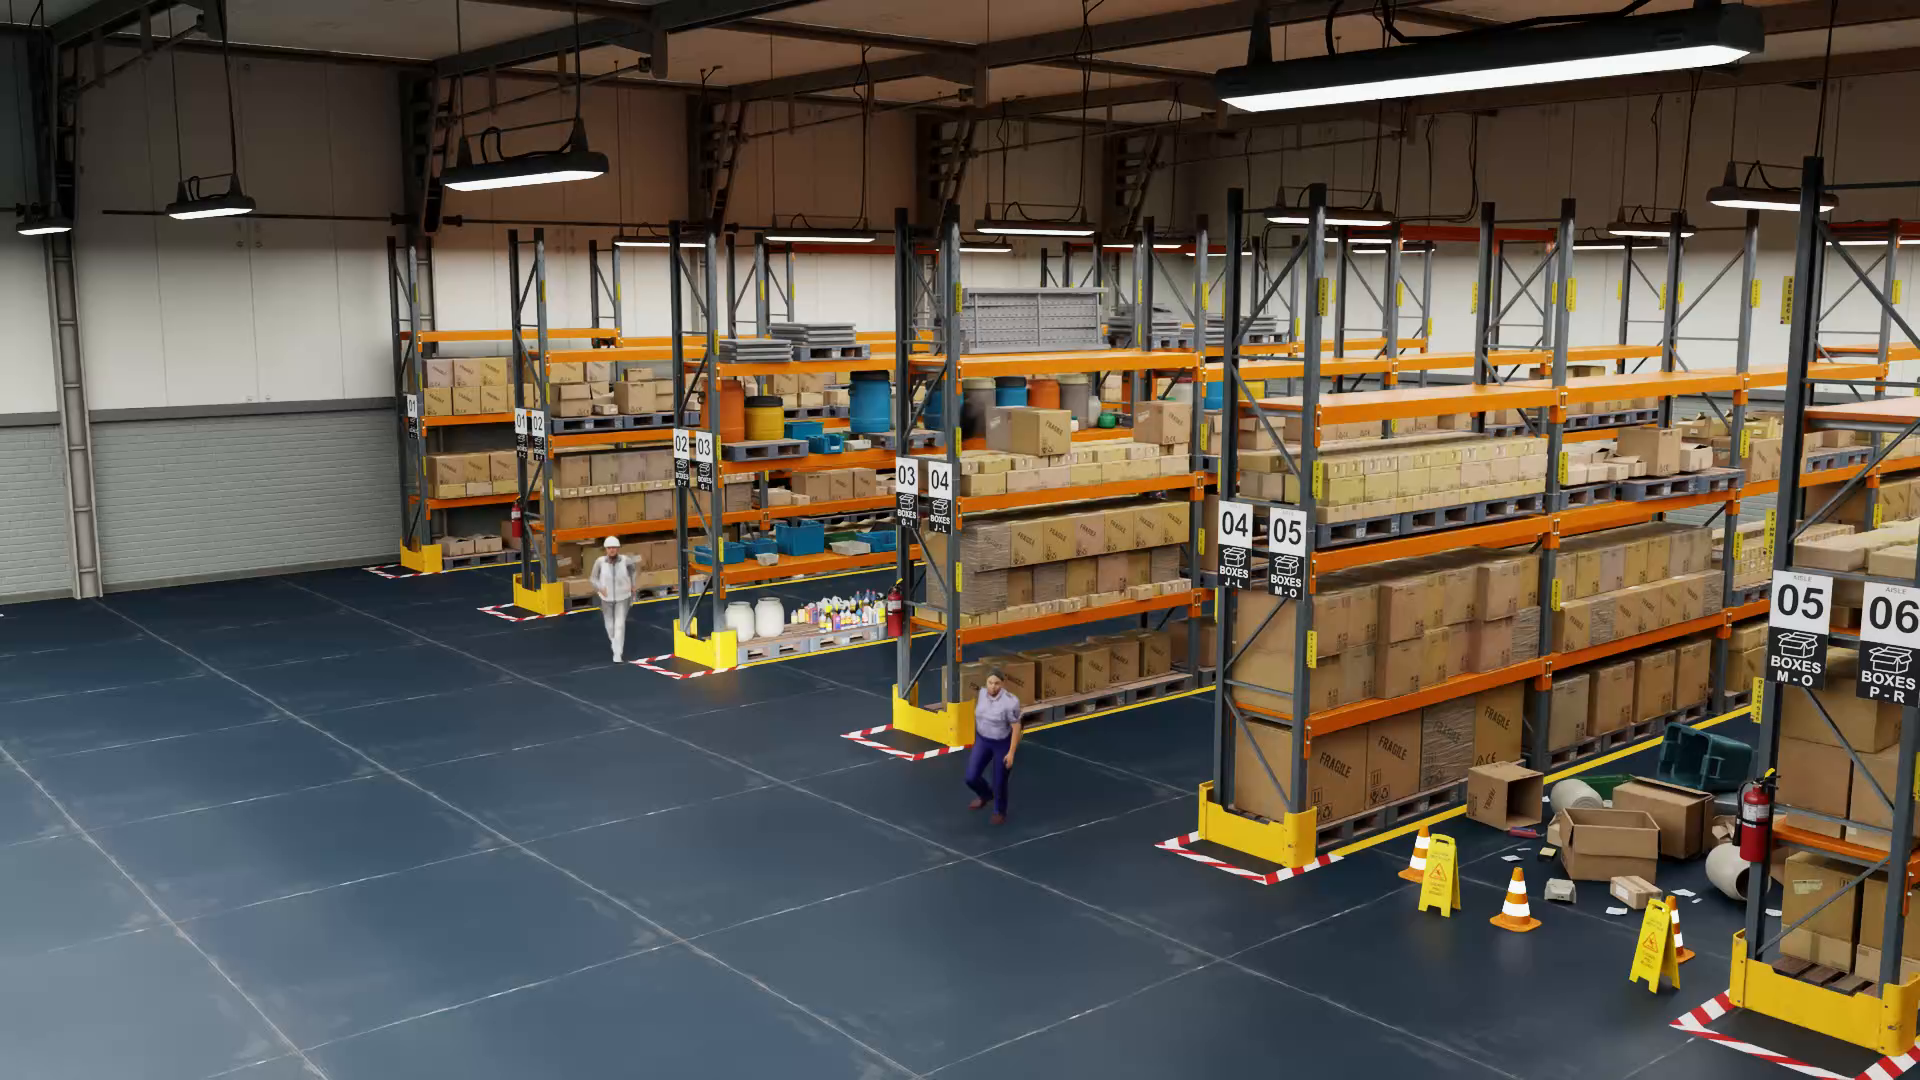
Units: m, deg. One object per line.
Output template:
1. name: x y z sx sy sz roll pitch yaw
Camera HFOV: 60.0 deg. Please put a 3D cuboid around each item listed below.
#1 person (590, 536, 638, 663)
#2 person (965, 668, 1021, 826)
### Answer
1. person: -4.787 0.782 23.073 0.650 1.740 0.859 -1 9 -6
2. person: 0.331 1.971 15.893 0.638 1.592 0.553 4 10 26
